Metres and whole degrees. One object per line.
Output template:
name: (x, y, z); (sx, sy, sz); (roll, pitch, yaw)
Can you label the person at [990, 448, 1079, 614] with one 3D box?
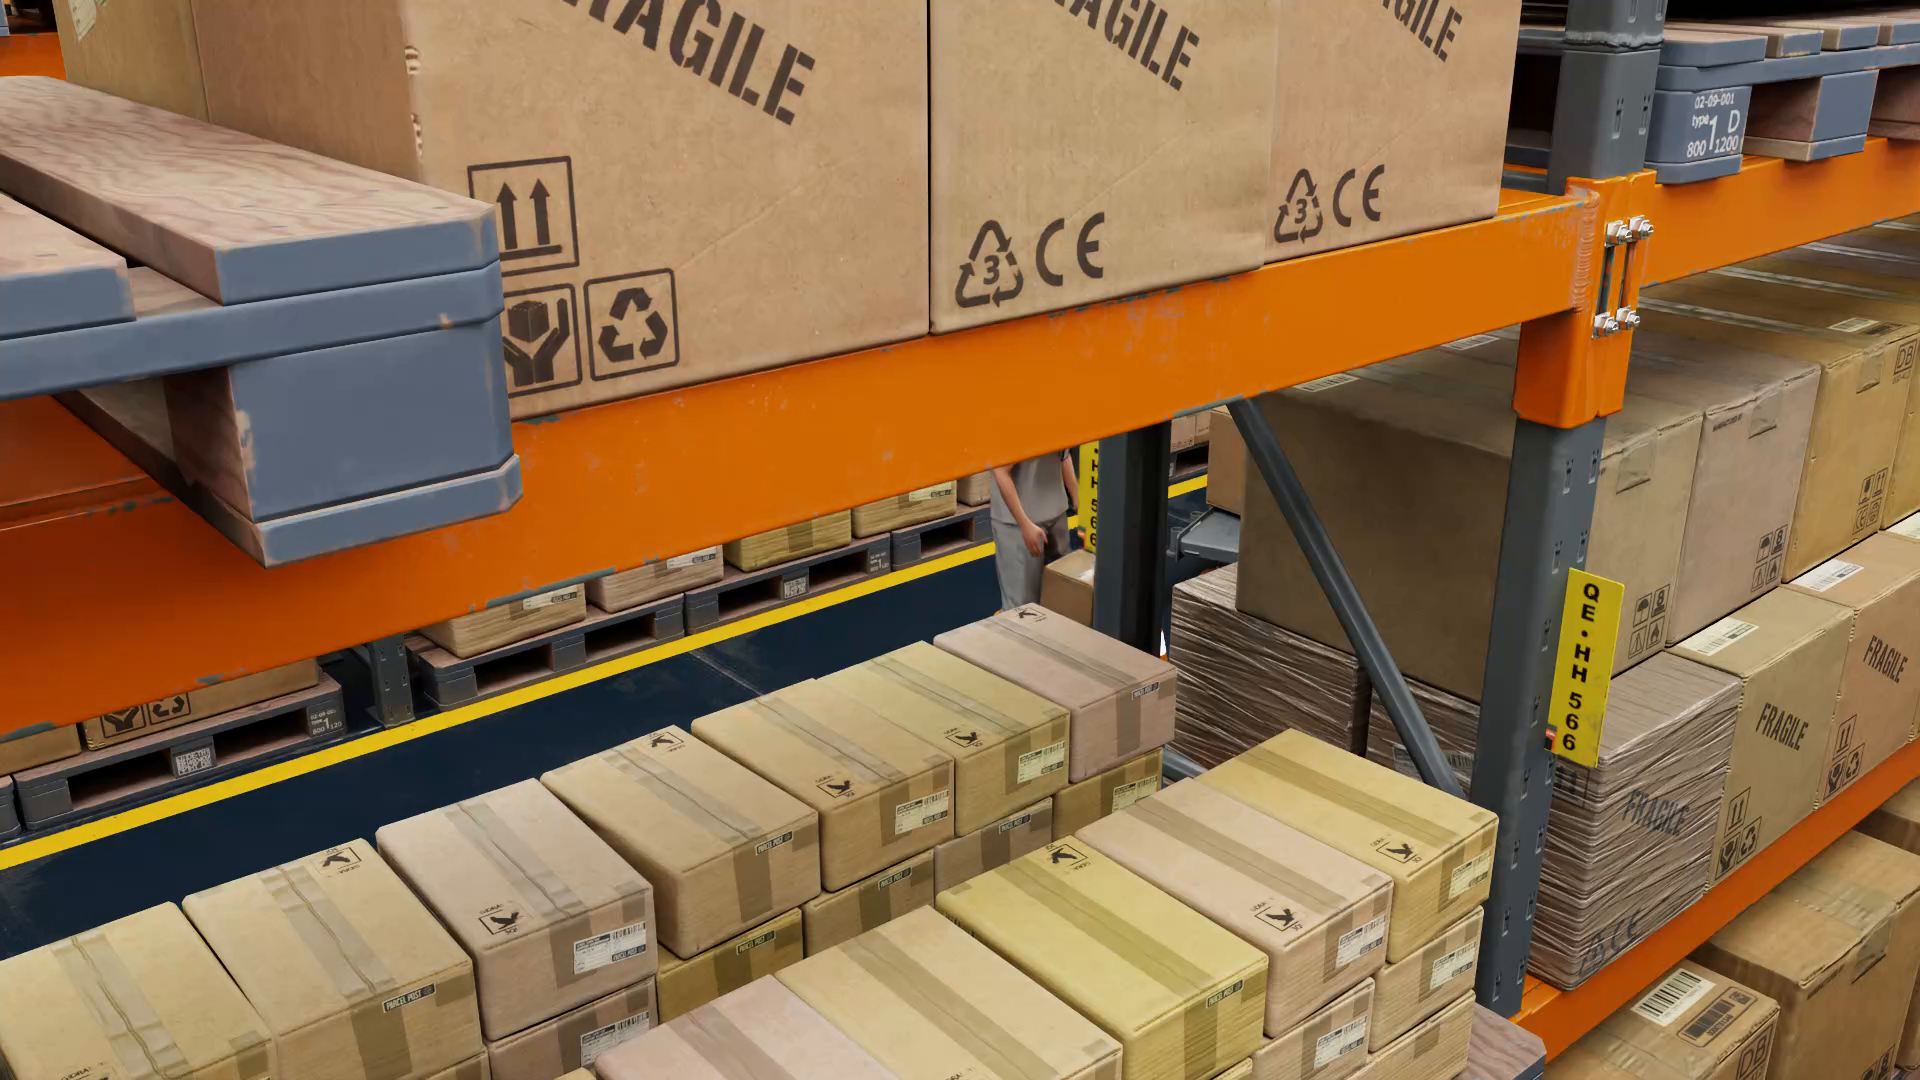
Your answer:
person: (0.313, -0.083, 6.795); (0.364, 1.676, 0.474); (16, 26, 36)
